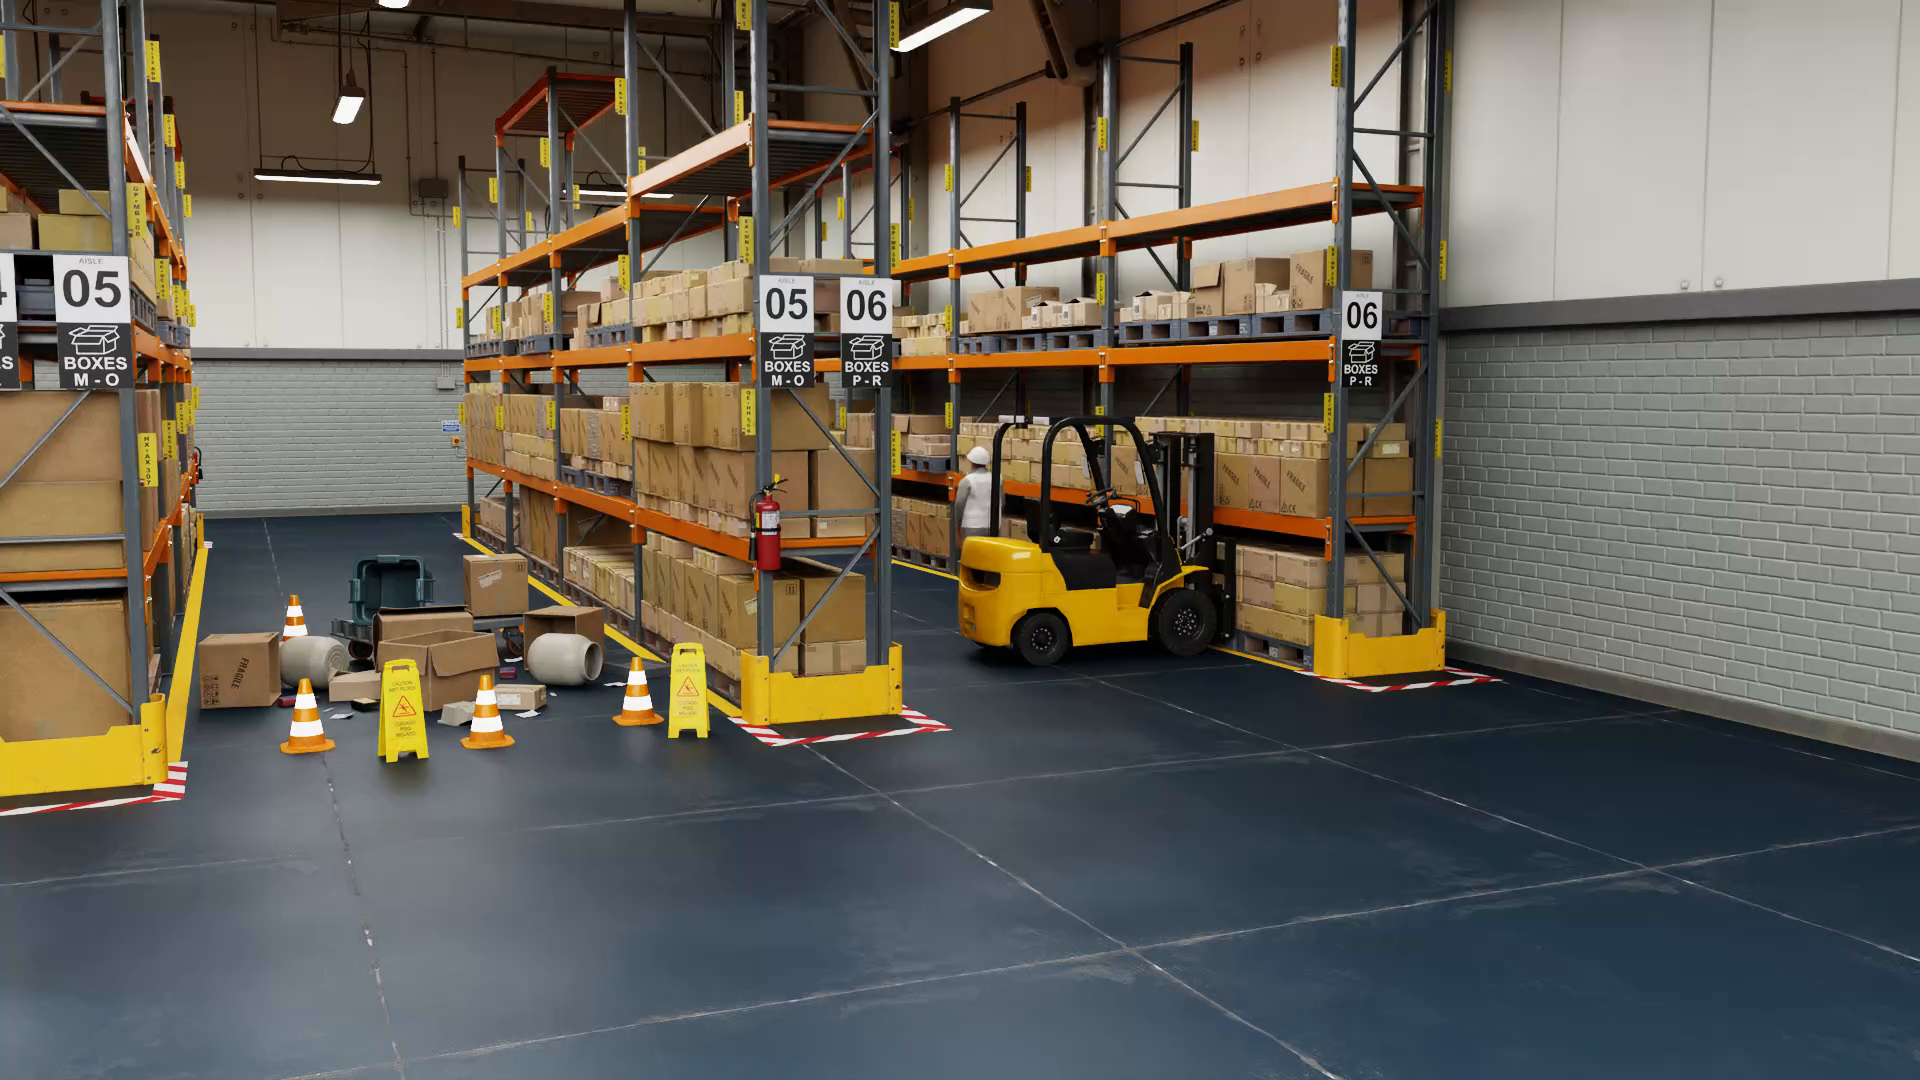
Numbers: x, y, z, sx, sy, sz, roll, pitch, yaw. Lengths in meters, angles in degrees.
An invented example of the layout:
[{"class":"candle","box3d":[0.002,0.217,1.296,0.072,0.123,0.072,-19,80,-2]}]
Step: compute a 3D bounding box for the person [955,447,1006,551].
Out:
[{"class":"person","box3d":[0.209,-0.136,18.121,0.608,1.762,0.435,-2,6,-23]}]
